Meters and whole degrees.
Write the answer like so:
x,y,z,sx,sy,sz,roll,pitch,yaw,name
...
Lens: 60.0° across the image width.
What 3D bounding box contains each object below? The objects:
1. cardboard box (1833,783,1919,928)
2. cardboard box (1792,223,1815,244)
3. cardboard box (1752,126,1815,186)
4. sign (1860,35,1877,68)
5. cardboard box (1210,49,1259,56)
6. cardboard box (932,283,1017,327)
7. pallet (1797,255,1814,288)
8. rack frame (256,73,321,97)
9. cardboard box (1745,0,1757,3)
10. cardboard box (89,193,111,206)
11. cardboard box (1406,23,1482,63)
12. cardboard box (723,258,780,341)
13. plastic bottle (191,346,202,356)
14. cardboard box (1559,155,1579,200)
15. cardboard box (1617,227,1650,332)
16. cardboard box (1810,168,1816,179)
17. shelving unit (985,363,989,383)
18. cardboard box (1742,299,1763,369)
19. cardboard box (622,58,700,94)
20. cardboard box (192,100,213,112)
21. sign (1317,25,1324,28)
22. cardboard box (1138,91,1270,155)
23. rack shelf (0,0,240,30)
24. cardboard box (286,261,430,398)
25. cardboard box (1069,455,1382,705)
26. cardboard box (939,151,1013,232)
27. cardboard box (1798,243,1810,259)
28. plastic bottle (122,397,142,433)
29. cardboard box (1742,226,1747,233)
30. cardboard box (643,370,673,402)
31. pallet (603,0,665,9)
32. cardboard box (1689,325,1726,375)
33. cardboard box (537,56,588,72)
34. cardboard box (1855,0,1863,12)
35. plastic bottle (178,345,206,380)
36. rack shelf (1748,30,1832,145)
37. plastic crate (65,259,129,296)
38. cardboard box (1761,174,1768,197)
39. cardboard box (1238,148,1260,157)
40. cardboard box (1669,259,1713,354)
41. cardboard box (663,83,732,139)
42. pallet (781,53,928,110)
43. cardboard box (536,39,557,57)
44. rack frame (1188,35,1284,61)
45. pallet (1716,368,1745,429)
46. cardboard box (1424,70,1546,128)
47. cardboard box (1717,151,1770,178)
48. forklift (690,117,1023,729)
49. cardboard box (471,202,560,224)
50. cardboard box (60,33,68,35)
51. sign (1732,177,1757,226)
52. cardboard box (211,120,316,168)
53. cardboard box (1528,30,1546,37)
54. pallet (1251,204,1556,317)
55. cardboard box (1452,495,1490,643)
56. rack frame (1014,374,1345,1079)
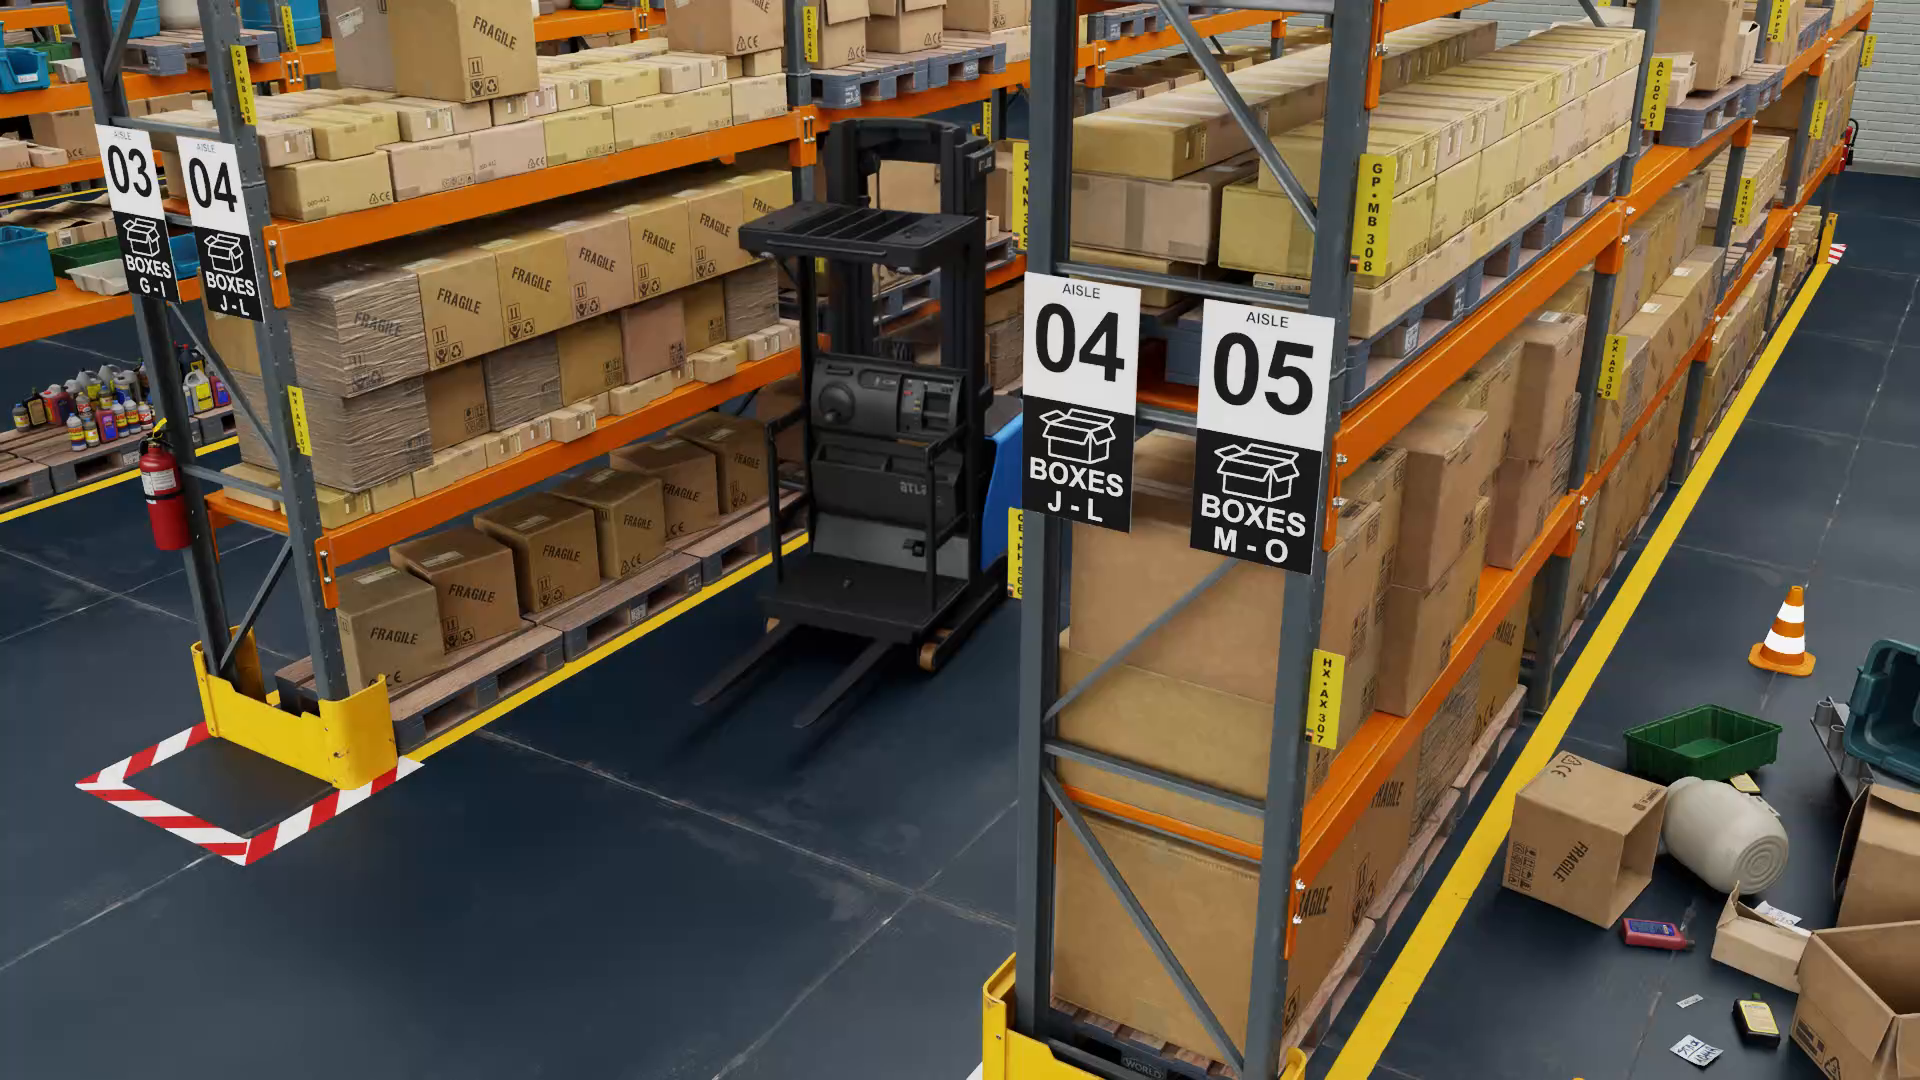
x,y,z,sx,sy,sz,roll,pitch,yaw,name
4.181,1.455,7.085,0.797,0.637,0.503,14,27,29,cardboard box
8.541,-3.154,17.070,0.380,0.149,0.250,15,28,31,cardboard box
7.465,-3.538,15.146,0.500,0.500,0.500,13,27,28,cardboard box
9.561,-5.144,17.503,0.100,0.325,0.005,14,27,29,sign
2.845,-4.938,17.750,0.500,0.500,0.500,15,27,30,cardboard box
0.121,-1.950,13.627,0.500,0.250,0.500,17,29,35,cardboard box
8.601,-3.019,17.958,1.003,0.211,1.213,14,27,29,pallet
-7.694,-5.042,19.121,1.000,3.000,0.127,14,27,29,rack frame
5.600,-3.918,11.659,0.396,0.266,0.258,14,27,29,cardboard box
-9.032,-3.590,17.995,0.500,0.311,0.500,13,27,28,cardboard box
2.156,-2.269,7.597,0.380,0.149,0.250,14,27,29,cardboard box
-1.680,-1.658,10.804,0.875,0.500,0.500,14,27,29,cardboard box
-6.286,-1.474,13.754,0.152,0.276,0.135,15,28,31,plastic bottle
2.314,-1.508,6.844,0.380,0.149,0.250,14,27,30,cardboard box
3.564,-1.559,9.691,0.700,0.500,0.500,14,27,29,cardboard box
8.071,-3.607,16.124,0.380,0.149,0.250,15,28,31,cardboard box
0.040,-0.595,11.114,0.258,1.200,0.189,10,25,21,shelving unit
6.543,-1.811,14.275,0.500,0.500,0.500,13,27,28,cardboard box
-1.717,-2.663,9.536,0.380,0.149,0.250,13,27,27,cardboard box
-8.331,-4.740,18.535,0.500,0.311,0.500,14,27,28,cardboard box
4.471,-6.217,20.645,0.100,0.325,0.005,14,27,29,sign
0.818,-1.412,5.618,0.380,0.149,0.250,14,27,30,cardboard box
-8.749,-5.413,17.108,1.077,0.370,4.000,14,27,29,rack shelf
-2.979,-1.034,8.104,0.500,0.500,0.500,14,27,29,cardboard box
0.889,0.128,5.632,0.875,0.550,0.550,14,27,29,cardboard box
0.259,-2.803,13.295,0.700,0.500,0.500,19,30,37,cardboard box
8.529,-3.021,17.138,0.380,0.149,0.250,14,27,30,cardboard box
-6.253,-0.948,12.545,0.097,0.271,0.097,0,23,0,plastic bottle
5.985,-2.525,13.095,0.380,0.149,0.250,14,27,30,cardboard box
-1.955,-0.954,9.993,0.380,0.149,0.250,14,27,29,cardboard box
-3.002,-5.530,16.711,1.003,0.211,1.213,14,27,29,pallet
5.450,-1.463,12.527,0.500,0.250,0.500,13,26,27,cardboard box
-2.375,-2.705,9.635,0.380,0.149,0.250,13,27,28,cardboard box
8.285,-5.168,15.825,0.500,0.250,0.500,15,28,31,cardboard box
-6.254,-1.423,13.542,0.144,0.351,0.185,14,27,29,plastic bottle
5.935,-3.612,12.949,1.077,0.370,4.000,14,27,29,rack shelf
-6.239,-1.930,12.265,0.530,0.136,0.437,14,27,29,plastic crate
6.398,-2.926,13.647,0.380,0.149,0.250,12,26,26,cardboard box
0.946,-1.266,5.783,0.500,0.250,0.500,14,27,29,cardboard box
4.606,-1.561,10.953,0.500,0.500,0.500,14,27,29,cardboard box
-1.693,-2.540,9.754,0.500,0.250,0.500,15,27,30,cardboard box
-0.974,-3.091,11.075,1.213,0.211,1.003,14,27,29,pallet
-5.539,-6.660,22.733,0.500,0.500,0.500,14,27,30,cardboard box
2.830,-4.315,17.441,1.000,3.000,0.127,14,27,29,rack frame
5.938,-1.285,13.952,1.003,0.211,1.213,14,27,29,pallet
1.913,-1.618,6.094,0.380,0.149,0.250,14,27,30,cardboard box
6.394,-3.067,13.597,0.380,0.149,0.250,13,27,27,cardboard box
-0.511,-0.786,9.377,1.130,2.935,3.031,10,25,21,forklift
-2.625,-1.648,9.523,0.500,0.500,0.500,14,27,29,cardboard box
-11.431,-6.381,21.688,0.500,0.500,0.500,15,27,30,cardboard box
5.353,-2.307,11.346,0.100,0.325,0.005,14,27,29,sign
-3.159,-1.800,7.543,0.380,0.149,0.250,14,27,29,cardboard box
3.508,-2.753,9.516,0.500,0.311,0.500,13,26,27,cardboard box
1.685,-1.193,6.565,1.003,0.211,1.213,14,27,29,pallet
1.736,0.065,7.135,0.875,0.550,0.500,14,27,29,cardboard box
0.660,0.809,5.605,1.000,3.000,0.127,14,27,29,rack frame
